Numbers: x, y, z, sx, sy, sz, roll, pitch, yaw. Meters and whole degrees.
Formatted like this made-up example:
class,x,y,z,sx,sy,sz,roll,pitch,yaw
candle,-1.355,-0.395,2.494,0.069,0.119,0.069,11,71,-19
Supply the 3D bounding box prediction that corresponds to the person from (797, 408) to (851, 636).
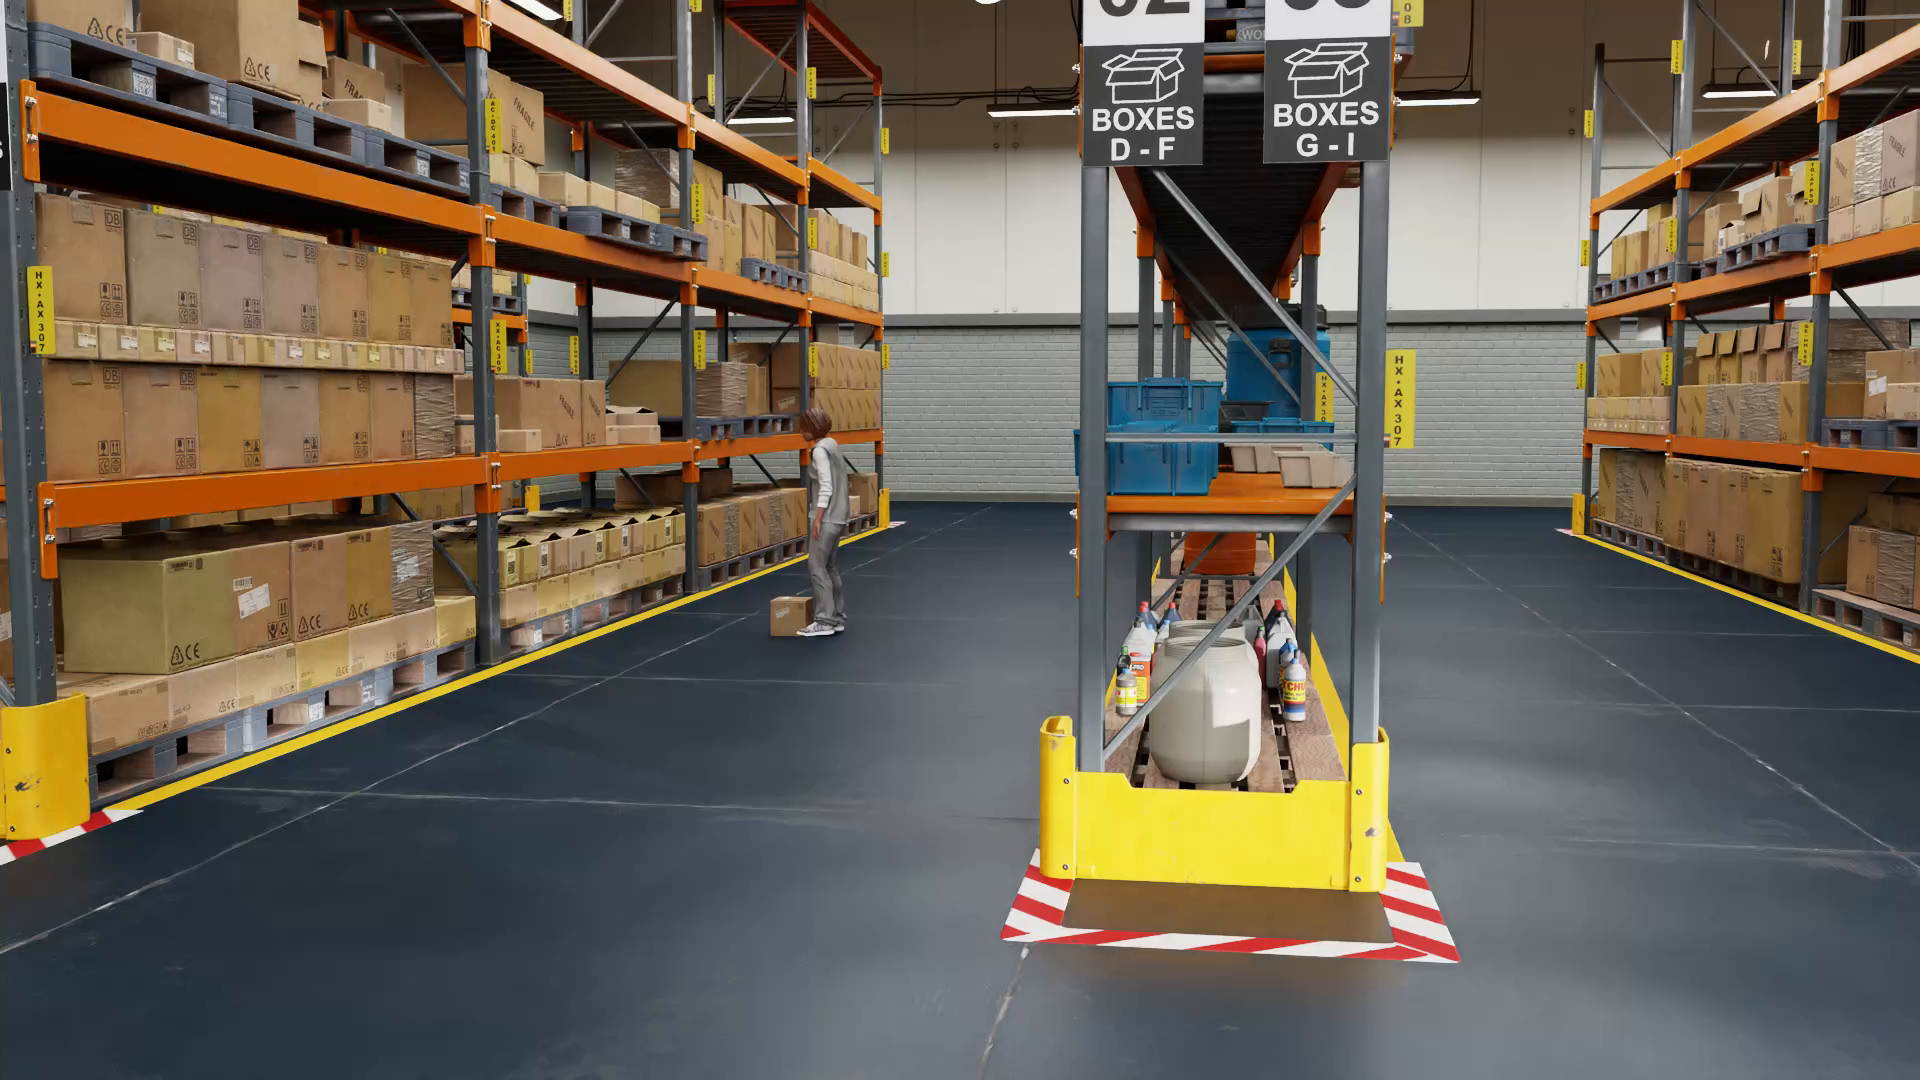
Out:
class,x,y,z,sx,sy,sz,roll,pitch,yaw
person,-0.960,-0.126,11.673,0.374,1.593,0.485,0,5,5
